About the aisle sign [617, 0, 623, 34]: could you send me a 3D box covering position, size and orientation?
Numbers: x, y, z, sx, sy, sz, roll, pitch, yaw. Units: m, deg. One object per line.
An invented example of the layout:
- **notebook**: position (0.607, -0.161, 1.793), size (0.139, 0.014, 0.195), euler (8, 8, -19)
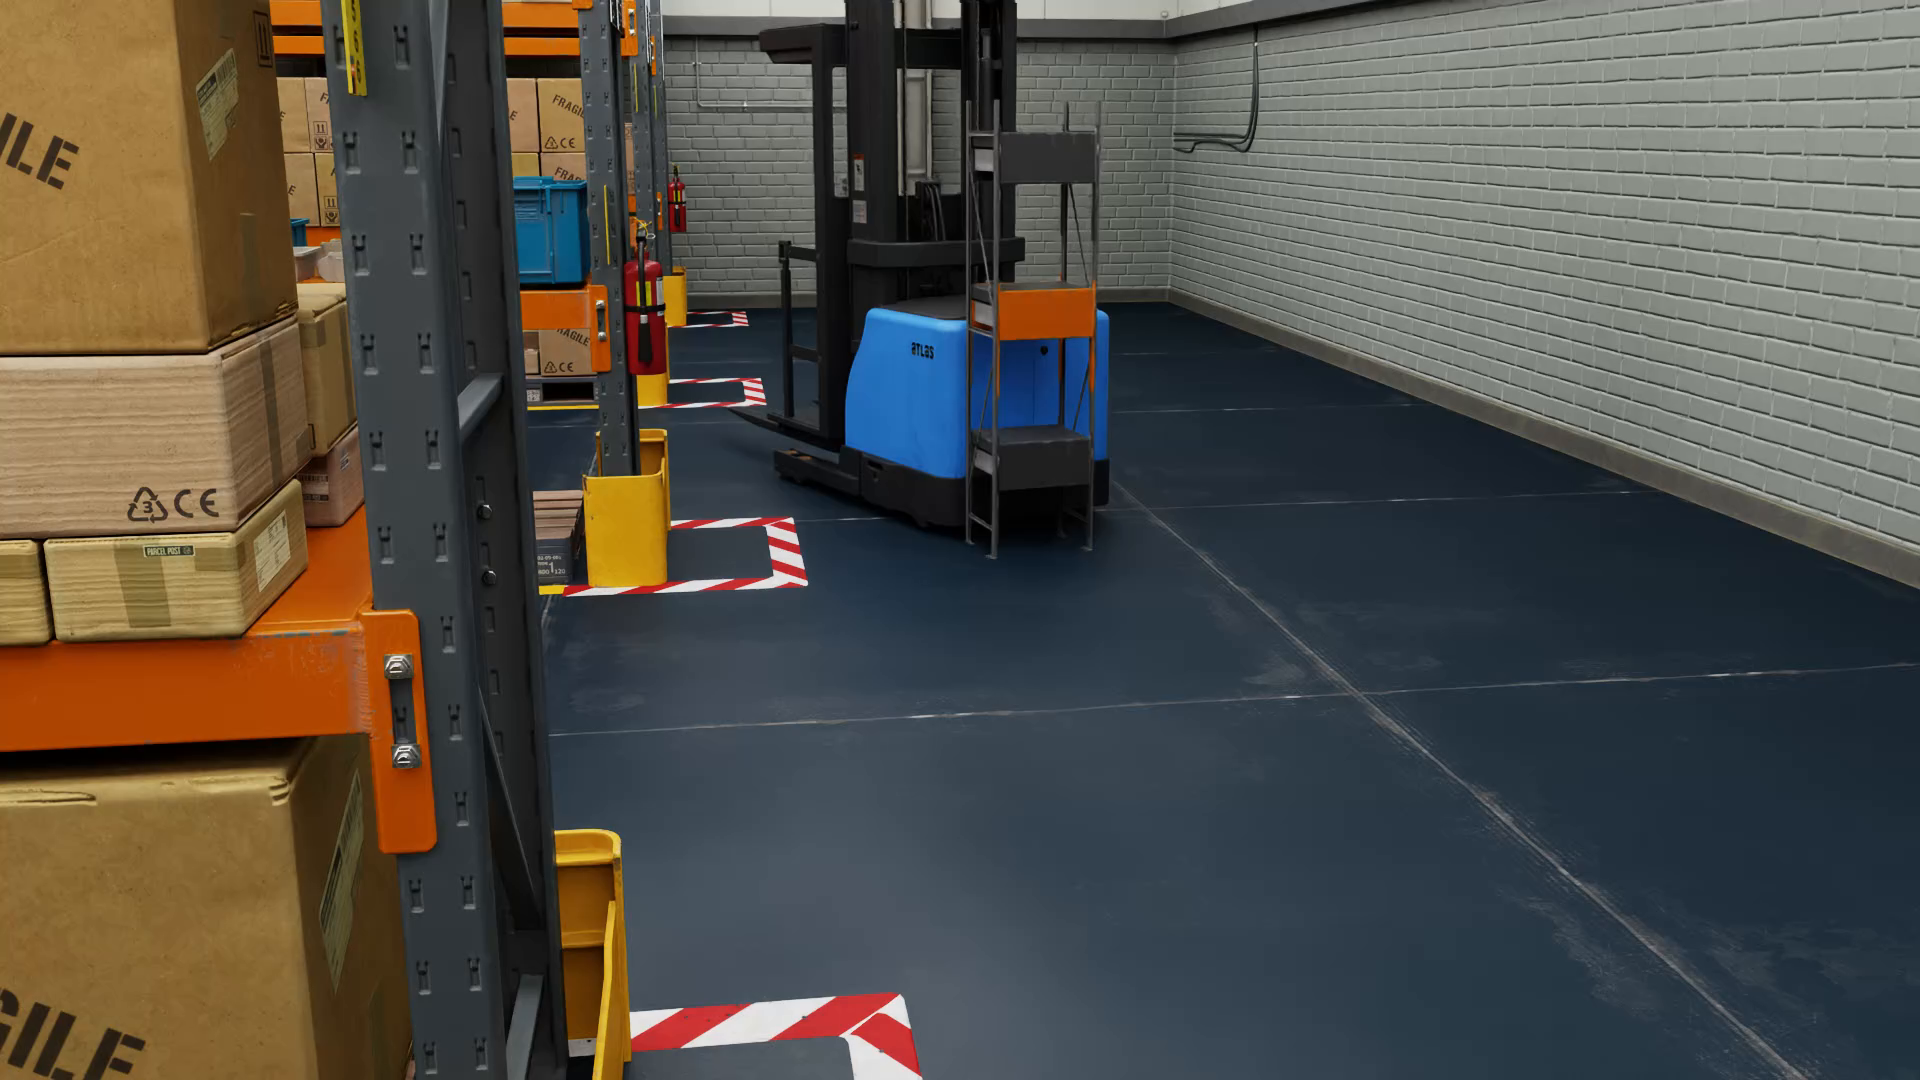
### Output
- **aisle sign**: position (-1.561, -2.718, 7.548), size (0.004, 0.787, 0.394), euler (-2, 14, -8)

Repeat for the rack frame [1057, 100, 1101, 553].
- **rack frame**: position (0.561, -1.003, 7.905), size (0.015, 2.100, 0.400), euler (-5, 15, -19)

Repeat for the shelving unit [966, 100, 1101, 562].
- **shelving unit**: position (0.331, -0.983, 7.826), size (0.503, 2.100, 0.431), euler (-5, 15, -19)

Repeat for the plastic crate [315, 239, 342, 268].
- **plastic crate**: position (-2.881, -1.338, 7.809), size (0.298, 0.136, 0.250), euler (-2, 14, -8)

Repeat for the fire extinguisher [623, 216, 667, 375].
- **fire extinguisher**: position (-1.371, -1.060, 7.209), size (0.183, 0.674, 0.296), euler (-2, 14, -8)

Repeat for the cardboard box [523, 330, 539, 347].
- **cardboard box**: position (-3.396, -1.484, 12.722), size (0.500, 0.250, 0.500), euler (-2, 14, -8)

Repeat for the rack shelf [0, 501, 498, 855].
- **rack shelf**: position (-2.828, 0.230, 2.617), size (4.000, 0.370, 1.077), euler (-2, 14, -8)

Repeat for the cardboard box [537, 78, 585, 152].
- **cardboard box**: position (-2.721, -3.025, 11.858), size (0.500, 0.500, 0.500), euler (-2, 14, -9)

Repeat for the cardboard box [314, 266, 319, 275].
- **cardboard box**: position (-6.264, -2.614, 16.756), size (0.500, 0.500, 0.700), euler (-2, 14, -8)

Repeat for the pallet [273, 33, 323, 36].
- **pallet**: position (-6.208, -5.060, 16.247), size (1.213, 0.211, 1.003), euler (-2, 14, -8)

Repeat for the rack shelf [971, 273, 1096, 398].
- **rack shelf**: position (0.331, -0.970, 7.829), size (0.480, 0.518, 0.431), euler (-5, 15, -19)

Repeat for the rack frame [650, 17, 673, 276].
- **rack frame**: position (-3.064, -3.766, 17.071), size (0.127, 3.000, 1.000), euler (-2, 14, -8)

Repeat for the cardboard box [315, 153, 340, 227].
- **cardboard box**: position (-4.229, -2.486, 11.764), size (0.500, 0.500, 0.500), euler (-2, 14, -9)

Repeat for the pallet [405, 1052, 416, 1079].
- **pallet**: position (-1.629, 1.209, 2.967), size (1.213, 0.211, 1.003), euler (-2, 14, -8)

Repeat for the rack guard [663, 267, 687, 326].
- **rack guard**: position (-3.040, -2.554, 17.378), size (0.348, 0.500, 1.175), euler (-2, 14, -8)

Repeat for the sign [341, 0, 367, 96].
- **sign**: position (-0.783, -0.737, 2.126), size (0.005, 0.325, 0.100), euler (-2, 14, -8)

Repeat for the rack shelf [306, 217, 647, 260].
- **rack shelf**: position (-4.300, -2.153, 12.119), size (4.000, 0.370, 1.077), euler (-2, 14, -8)

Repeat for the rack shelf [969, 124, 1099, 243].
- **rack shelf**: position (0.331, -1.649, 7.659), size (0.480, 0.518, 0.431), euler (-5, 15, -19)

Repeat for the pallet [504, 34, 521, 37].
- **pallet**: position (-5.005, -5.103, 16.420), size (1.213, 0.211, 1.003), euler (-2, 14, -8)

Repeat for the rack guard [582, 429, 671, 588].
- **rack guard**: position (-1.566, -0.174, 7.889), size (0.348, 0.500, 1.175), euler (-2, 14, -8)

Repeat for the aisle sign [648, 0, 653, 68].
- **aisle sign**: position (-2.298, -3.908, 12.295), size (0.004, 0.787, 0.394), euler (-2, 14, -8)

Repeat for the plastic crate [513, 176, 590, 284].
- **plastic crate**: position (-1.891, -1.372, 7.330), size (0.499, 0.435, 0.616), euler (-2, 14, -8)

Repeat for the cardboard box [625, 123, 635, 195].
- **cardboard box**: position (-3.567, -3.890, 16.951), size (0.700, 0.700, 0.980), euler (-1, 14, -6)

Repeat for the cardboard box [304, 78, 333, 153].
- **cardboard box**: position (-4.240, -2.968, 11.631), size (0.500, 0.500, 0.500), euler (-2, 14, -7)

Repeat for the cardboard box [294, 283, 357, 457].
- **cardboard box**: position (-1.365, -0.310, 2.990), size (0.500, 0.250, 0.500), euler (-2, 14, -10)

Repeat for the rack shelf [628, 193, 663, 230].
- **rack shelf**: position (-5.041, -3.344, 16.869), size (4.000, 0.370, 1.077), euler (-2, 14, -8)

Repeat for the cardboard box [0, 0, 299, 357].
- **cardboard box**: position (-1.293, -0.546, 2.386), size (0.500, 0.500, 0.500), euler (-2, 14, -8)

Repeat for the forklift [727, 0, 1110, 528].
- **forklift**: position (-0.422, -1.789, 9.332), size (1.130, 2.935, 3.031), euler (-9, 16, -31)

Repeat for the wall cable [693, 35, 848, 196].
- **wall cable**: position (-1.938, -4.532, 18.040), size (1.851, 1.984, 0.084), euler (-2, 14, -8)

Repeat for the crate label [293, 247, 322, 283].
- **crate label**: position (-2.928, -1.188, 7.210), size (0.243, 0.136, 0.396), euler (-2, 14, -8)

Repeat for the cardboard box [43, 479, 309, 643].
- **cardboard box**: position (-1.153, 0.023, 2.481), size (0.250, 0.149, 0.380), euler (-2, 14, -7)

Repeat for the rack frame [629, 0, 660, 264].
- **rack frame**: position (-2.322, -2.574, 12.320), size (0.127, 3.000, 1.000), euler (-2, 14, -8)

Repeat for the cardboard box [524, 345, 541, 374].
- **cardboard box**: position (-3.237, -1.341, 12.324), size (0.250, 0.166, 0.380), euler (-2, 14, -8)

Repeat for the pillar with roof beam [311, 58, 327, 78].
- **pillar with roof beam**: position (-5.814, -5.729, 12.565), size (0.400, 9.000, 9.100), euler (-2, 14, -8)

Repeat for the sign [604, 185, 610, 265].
- **sign**: position (-1.490, -1.330, 7.024), size (0.005, 0.325, 0.100), euler (-2, 14, -8)

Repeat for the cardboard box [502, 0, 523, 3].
- **cardboard box**: position (-3.287, -3.859, 11.585), size (0.500, 0.250, 0.500), euler (-2, 14, -8)

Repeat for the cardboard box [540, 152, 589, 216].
- **cardboard box**: position (-2.724, -2.541, 11.982), size (0.500, 0.500, 0.500), euler (-2, 14, -7)

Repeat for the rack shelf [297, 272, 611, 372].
- **rack shelf**: position (-3.565, -0.961, 7.367), size (4.000, 0.370, 1.077), euler (-2, 14, -8)
